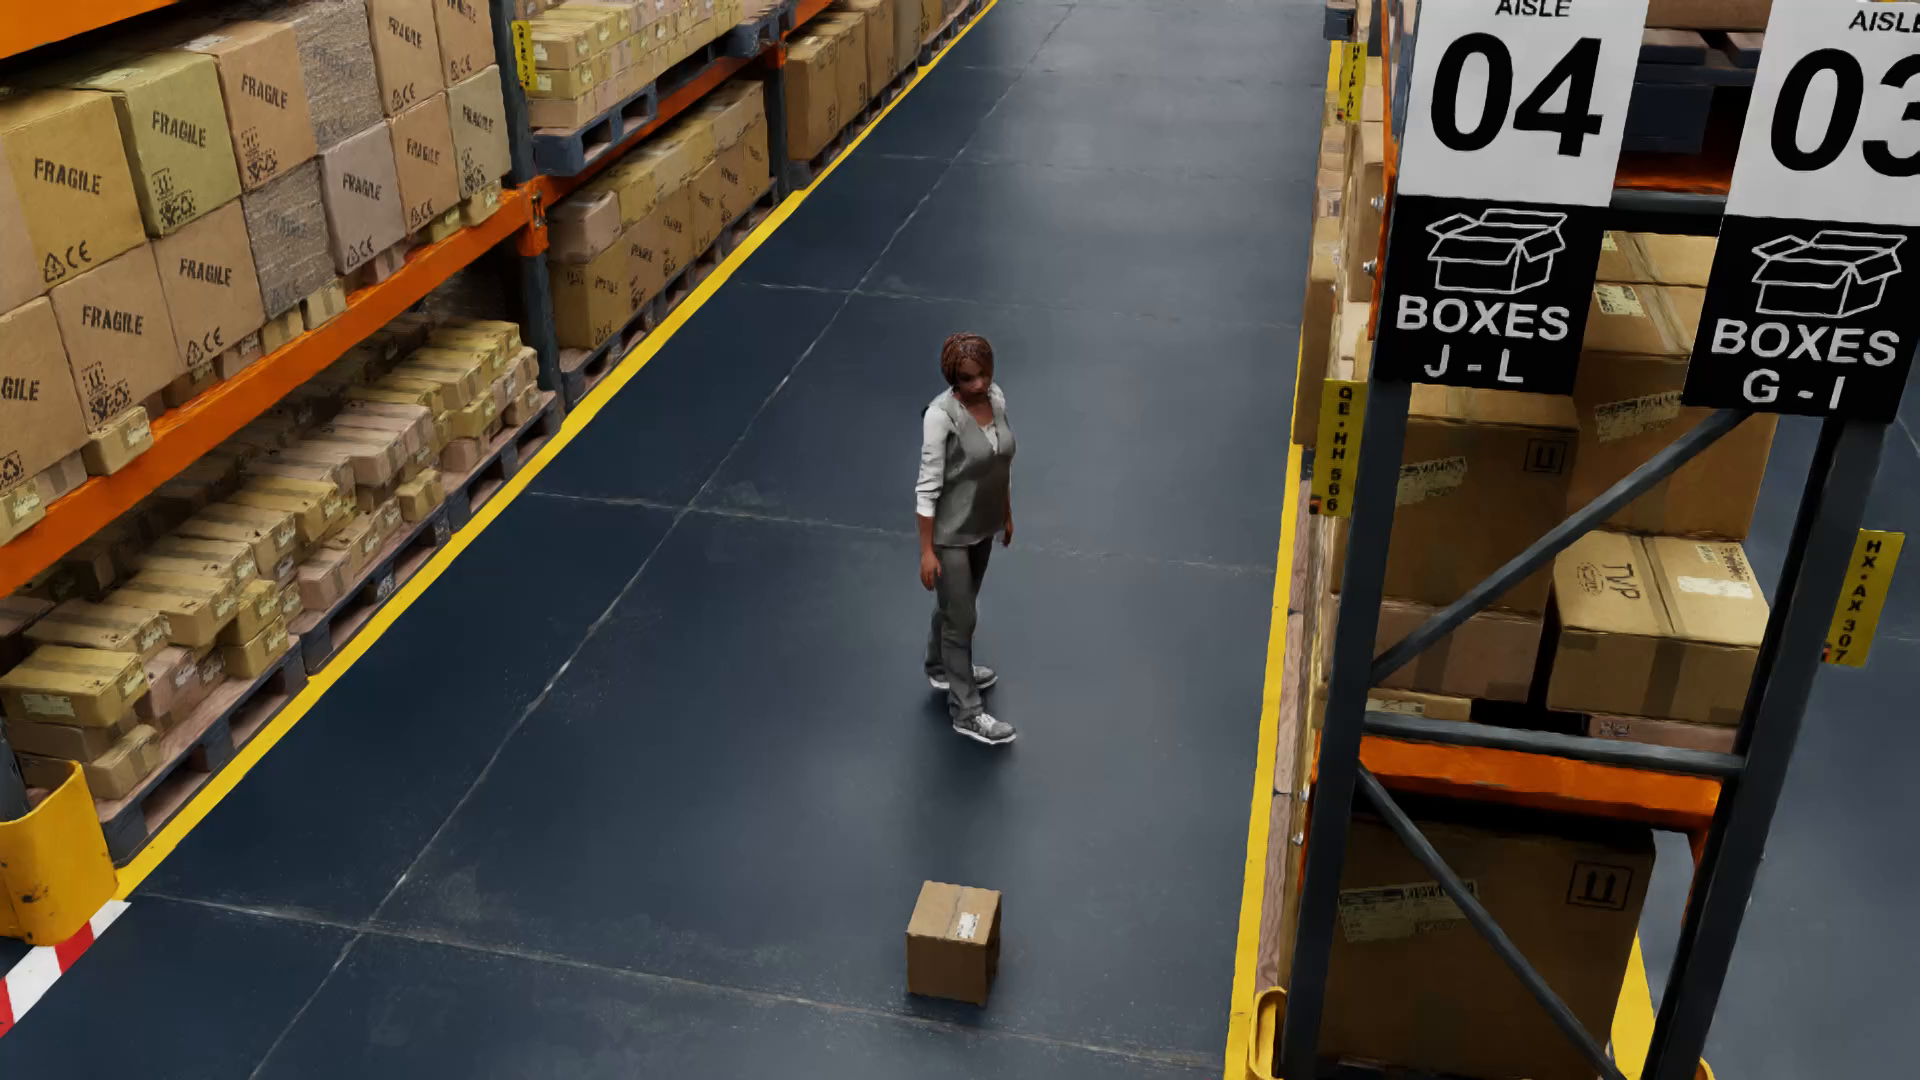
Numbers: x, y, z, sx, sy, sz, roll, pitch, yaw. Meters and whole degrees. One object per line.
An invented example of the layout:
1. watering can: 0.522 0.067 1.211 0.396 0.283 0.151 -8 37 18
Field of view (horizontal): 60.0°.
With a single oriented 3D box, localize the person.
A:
1. person: 0.035 -0.005 6.115 0.529 1.577 0.524 19 34 30
